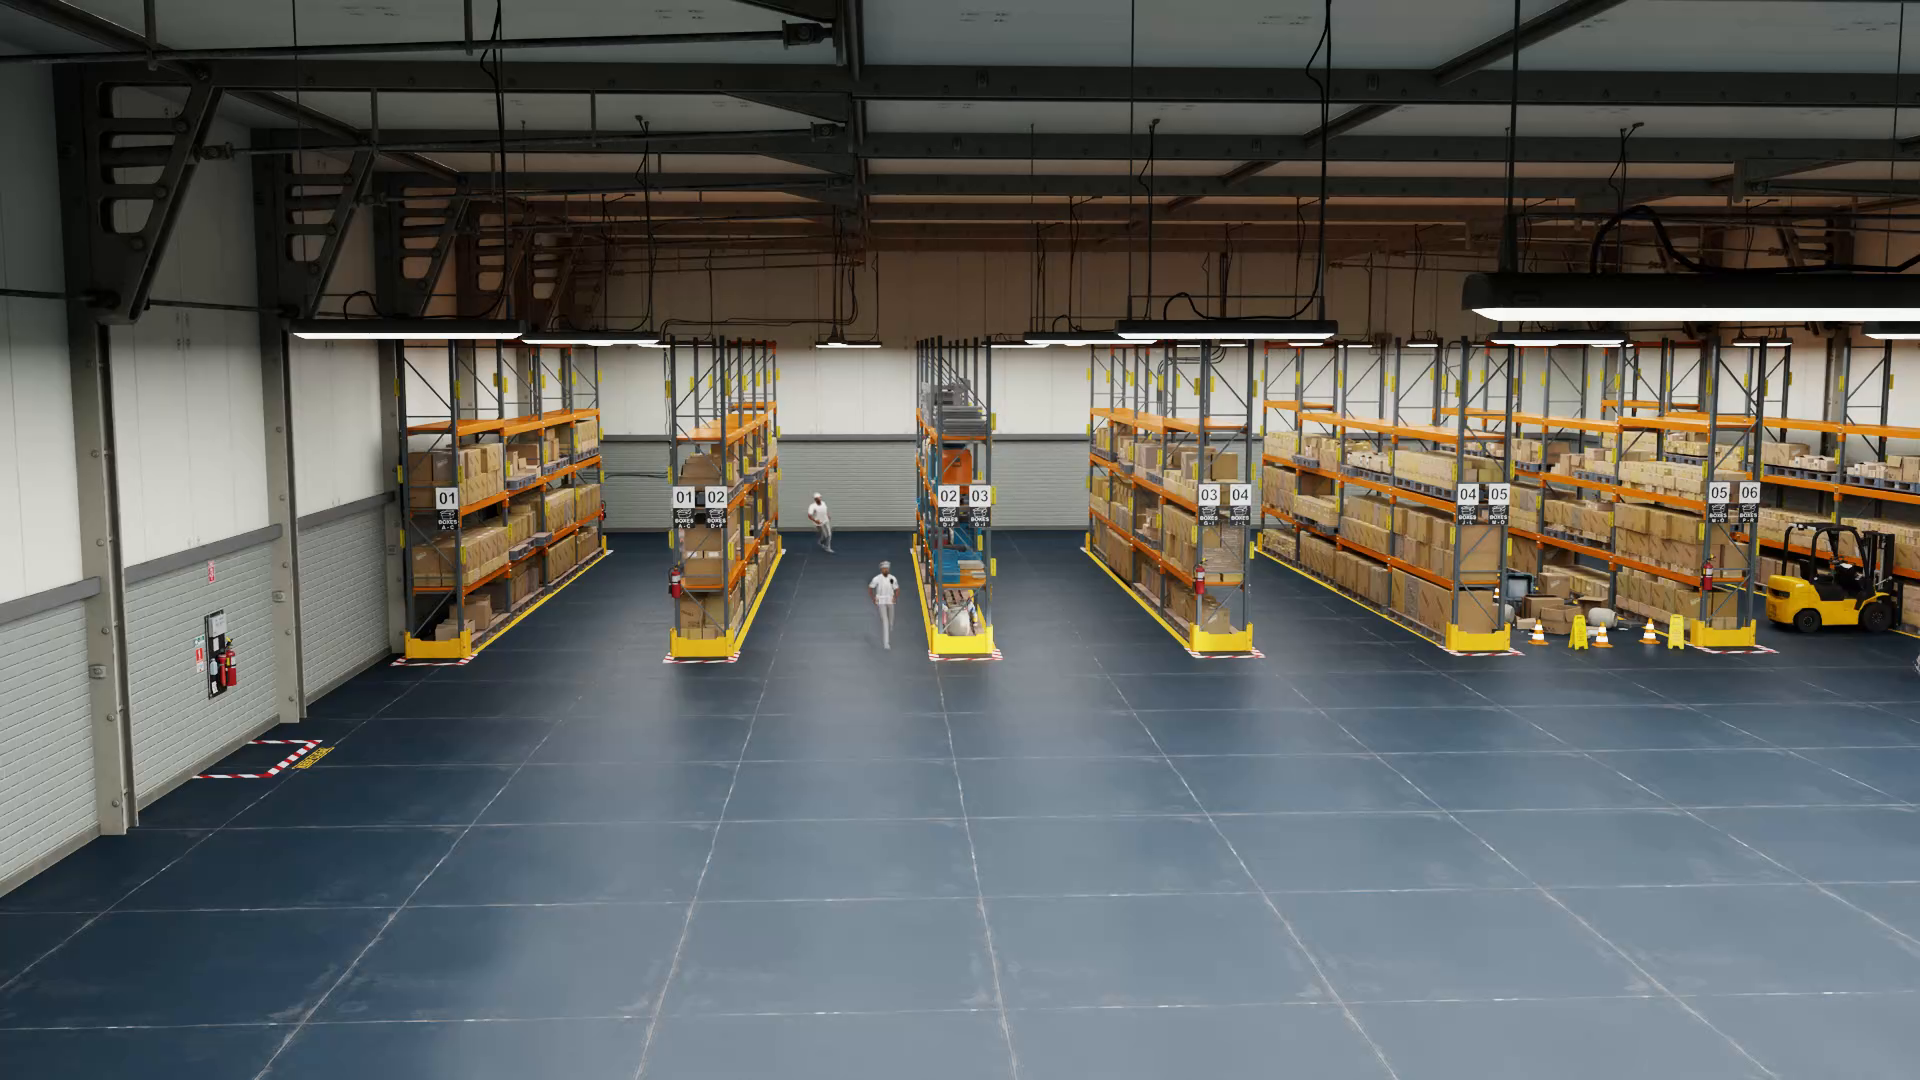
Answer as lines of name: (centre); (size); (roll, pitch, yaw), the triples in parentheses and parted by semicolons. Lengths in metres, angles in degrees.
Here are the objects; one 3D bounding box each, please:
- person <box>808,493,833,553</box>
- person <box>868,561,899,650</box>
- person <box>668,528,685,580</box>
person: (-3.976, -0.491, 47.360); (0.735, 1.702, 0.594); (-5, 8, -38)
person: (-1.471, 1.242, 32.210); (0.595, 1.698, 0.711); (-2, 7, -18)
person: (-6.846, 0.286, 40.665); (0.586, 1.694, 0.834); (0, 6, -1)
